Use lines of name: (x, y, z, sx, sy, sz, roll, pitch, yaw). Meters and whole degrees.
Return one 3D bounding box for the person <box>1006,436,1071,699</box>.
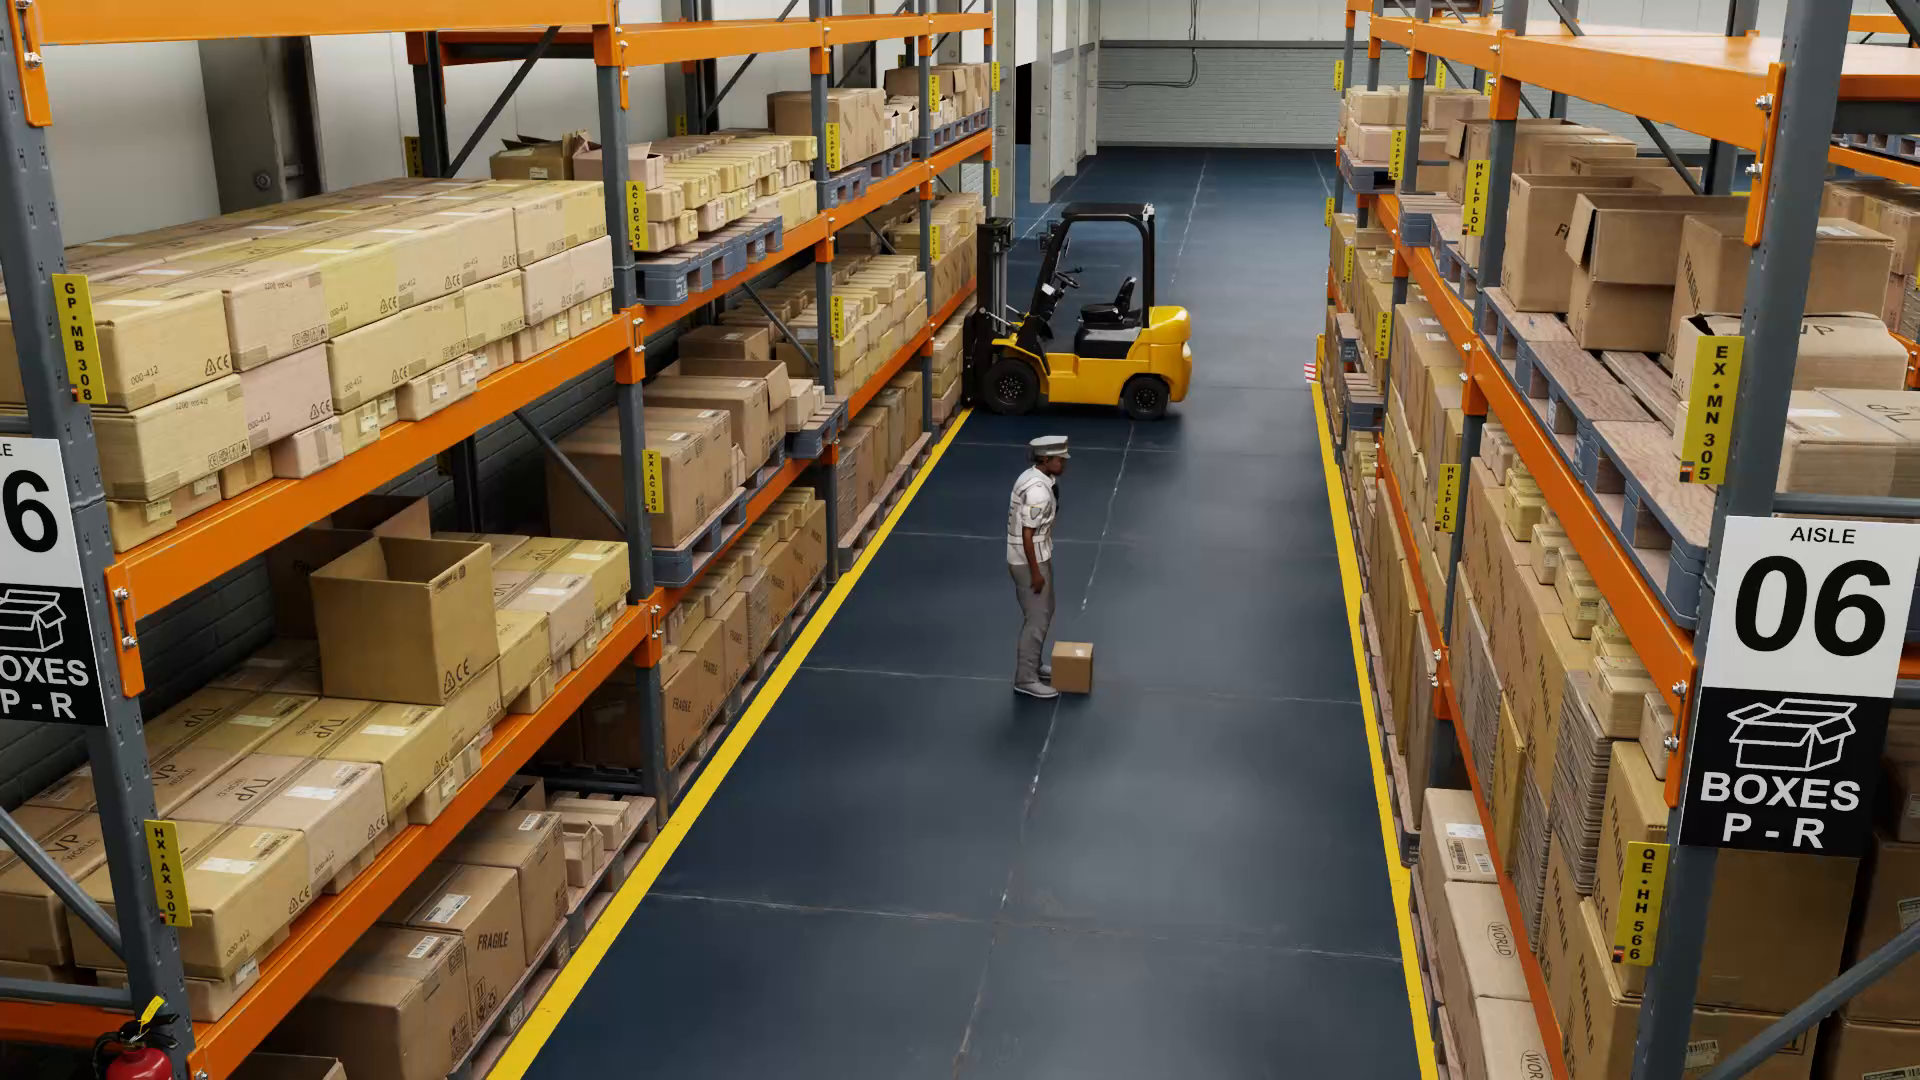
person: (0.491, 0.149, 10.602, 0.397, 1.656, 0.518, 2, 18, 7)
